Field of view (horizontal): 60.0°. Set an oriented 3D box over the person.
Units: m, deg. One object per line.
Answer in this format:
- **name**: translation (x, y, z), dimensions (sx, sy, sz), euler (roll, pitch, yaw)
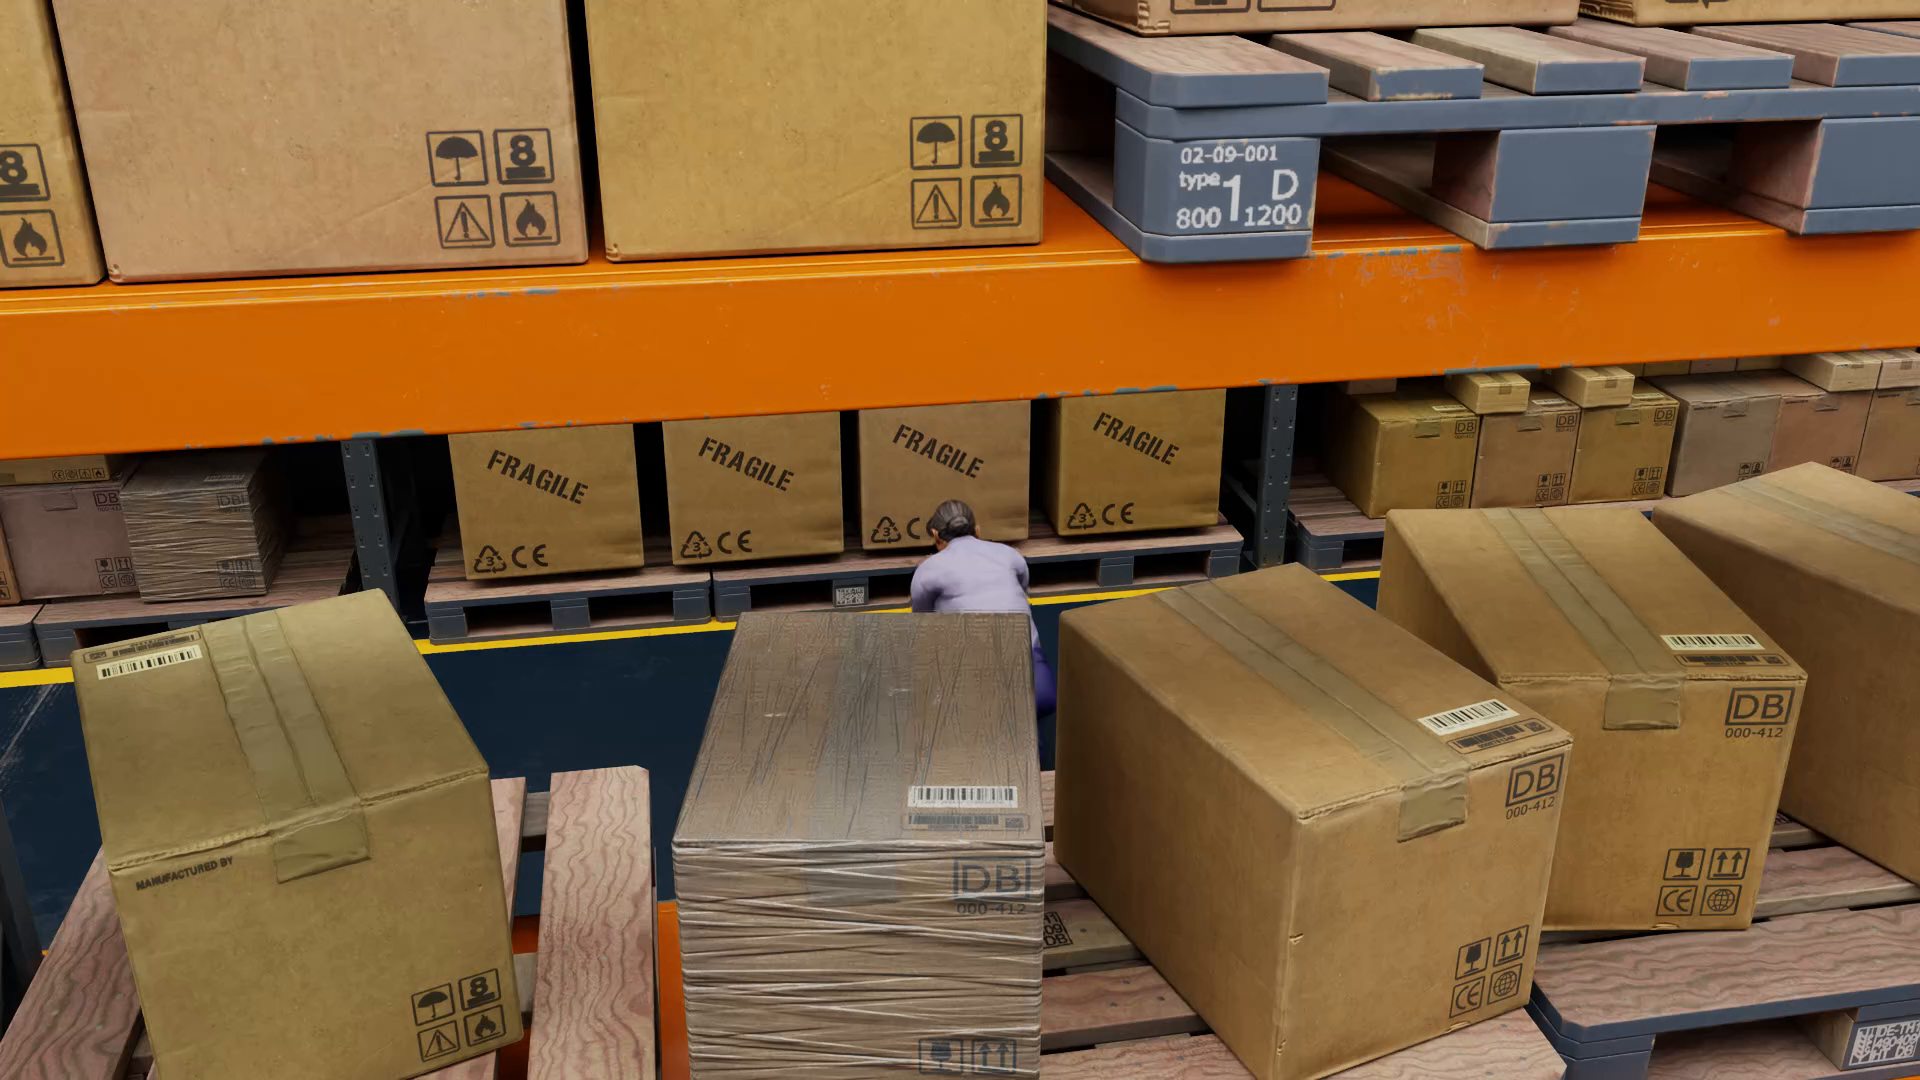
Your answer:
- **person**: translation (0.071, 0.361, 6.198), dimensions (0.502, 0.938, 0.772), euler (-5, 24, -11)
